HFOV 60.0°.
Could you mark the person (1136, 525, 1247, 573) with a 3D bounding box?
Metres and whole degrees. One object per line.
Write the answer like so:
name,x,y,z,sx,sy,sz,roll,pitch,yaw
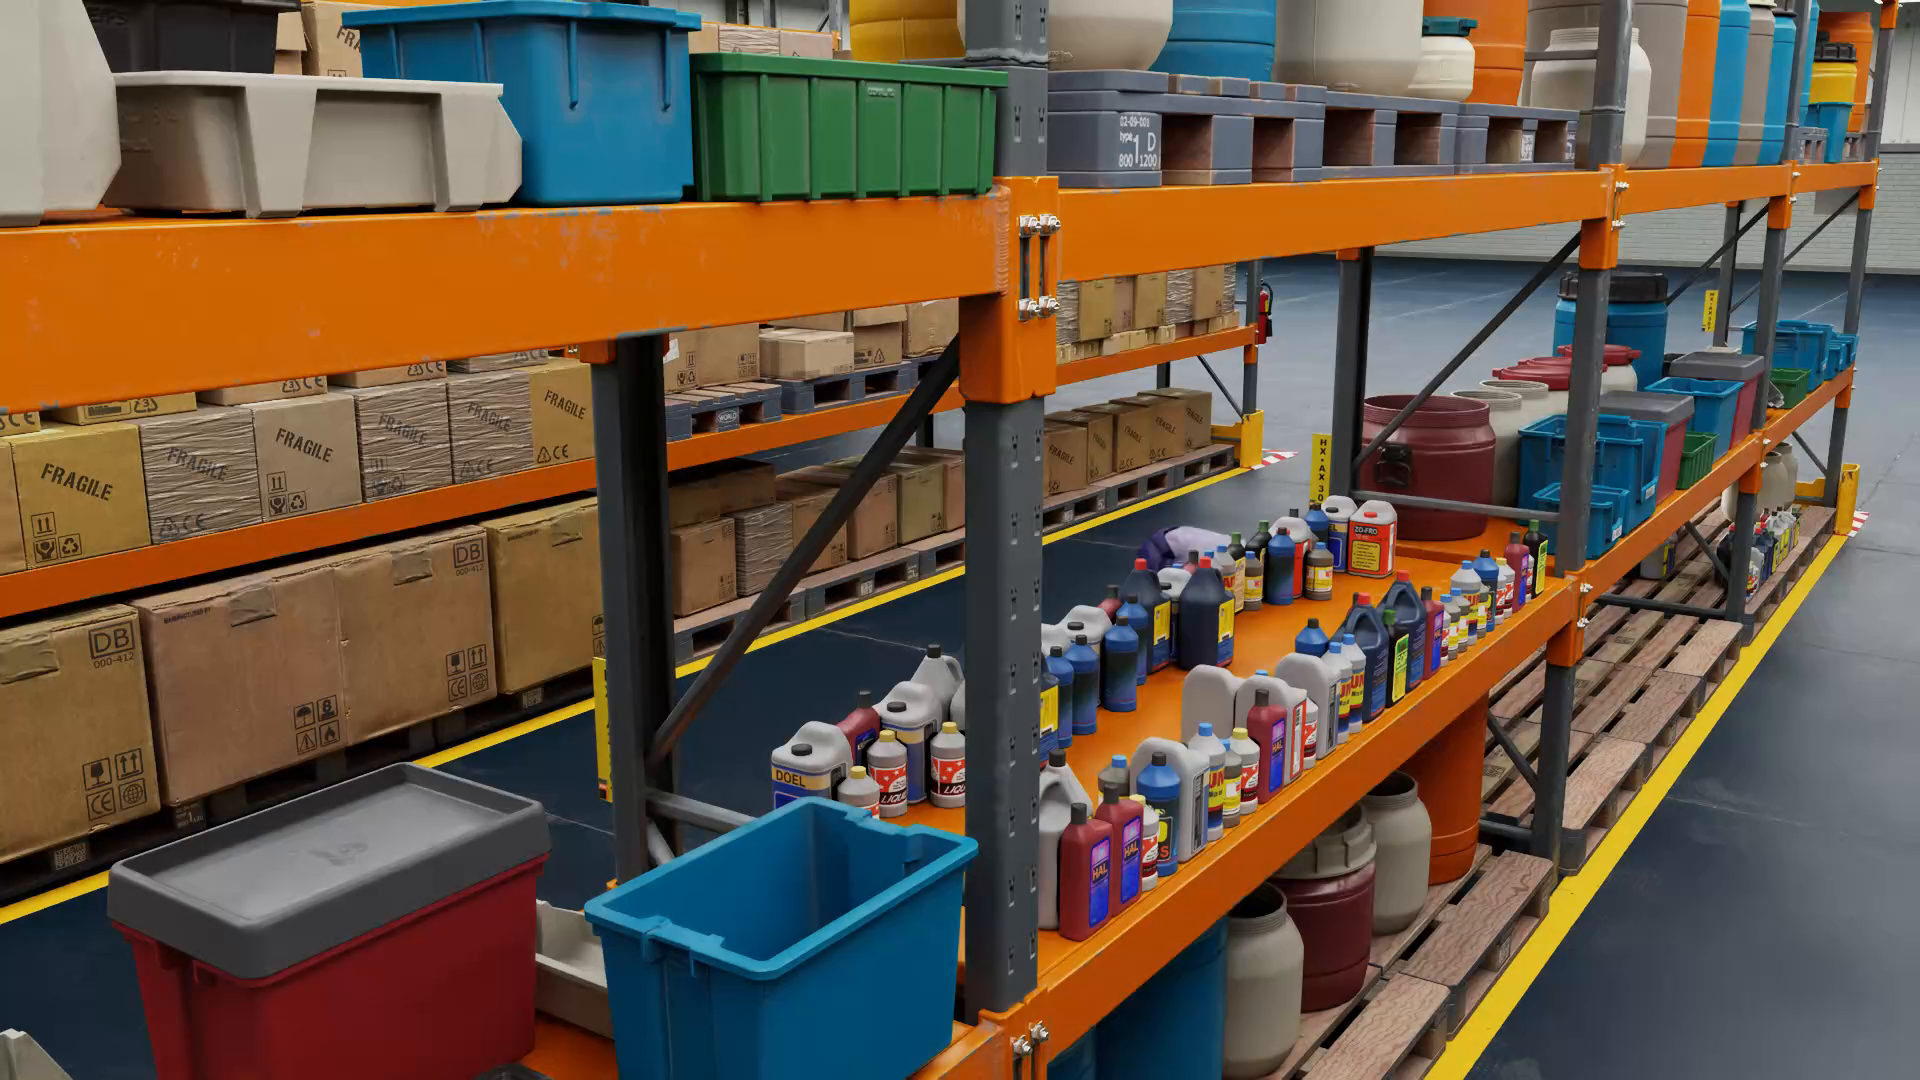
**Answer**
person,1.459,0.339,9.490,0.904,0.796,0.509,8,15,31
